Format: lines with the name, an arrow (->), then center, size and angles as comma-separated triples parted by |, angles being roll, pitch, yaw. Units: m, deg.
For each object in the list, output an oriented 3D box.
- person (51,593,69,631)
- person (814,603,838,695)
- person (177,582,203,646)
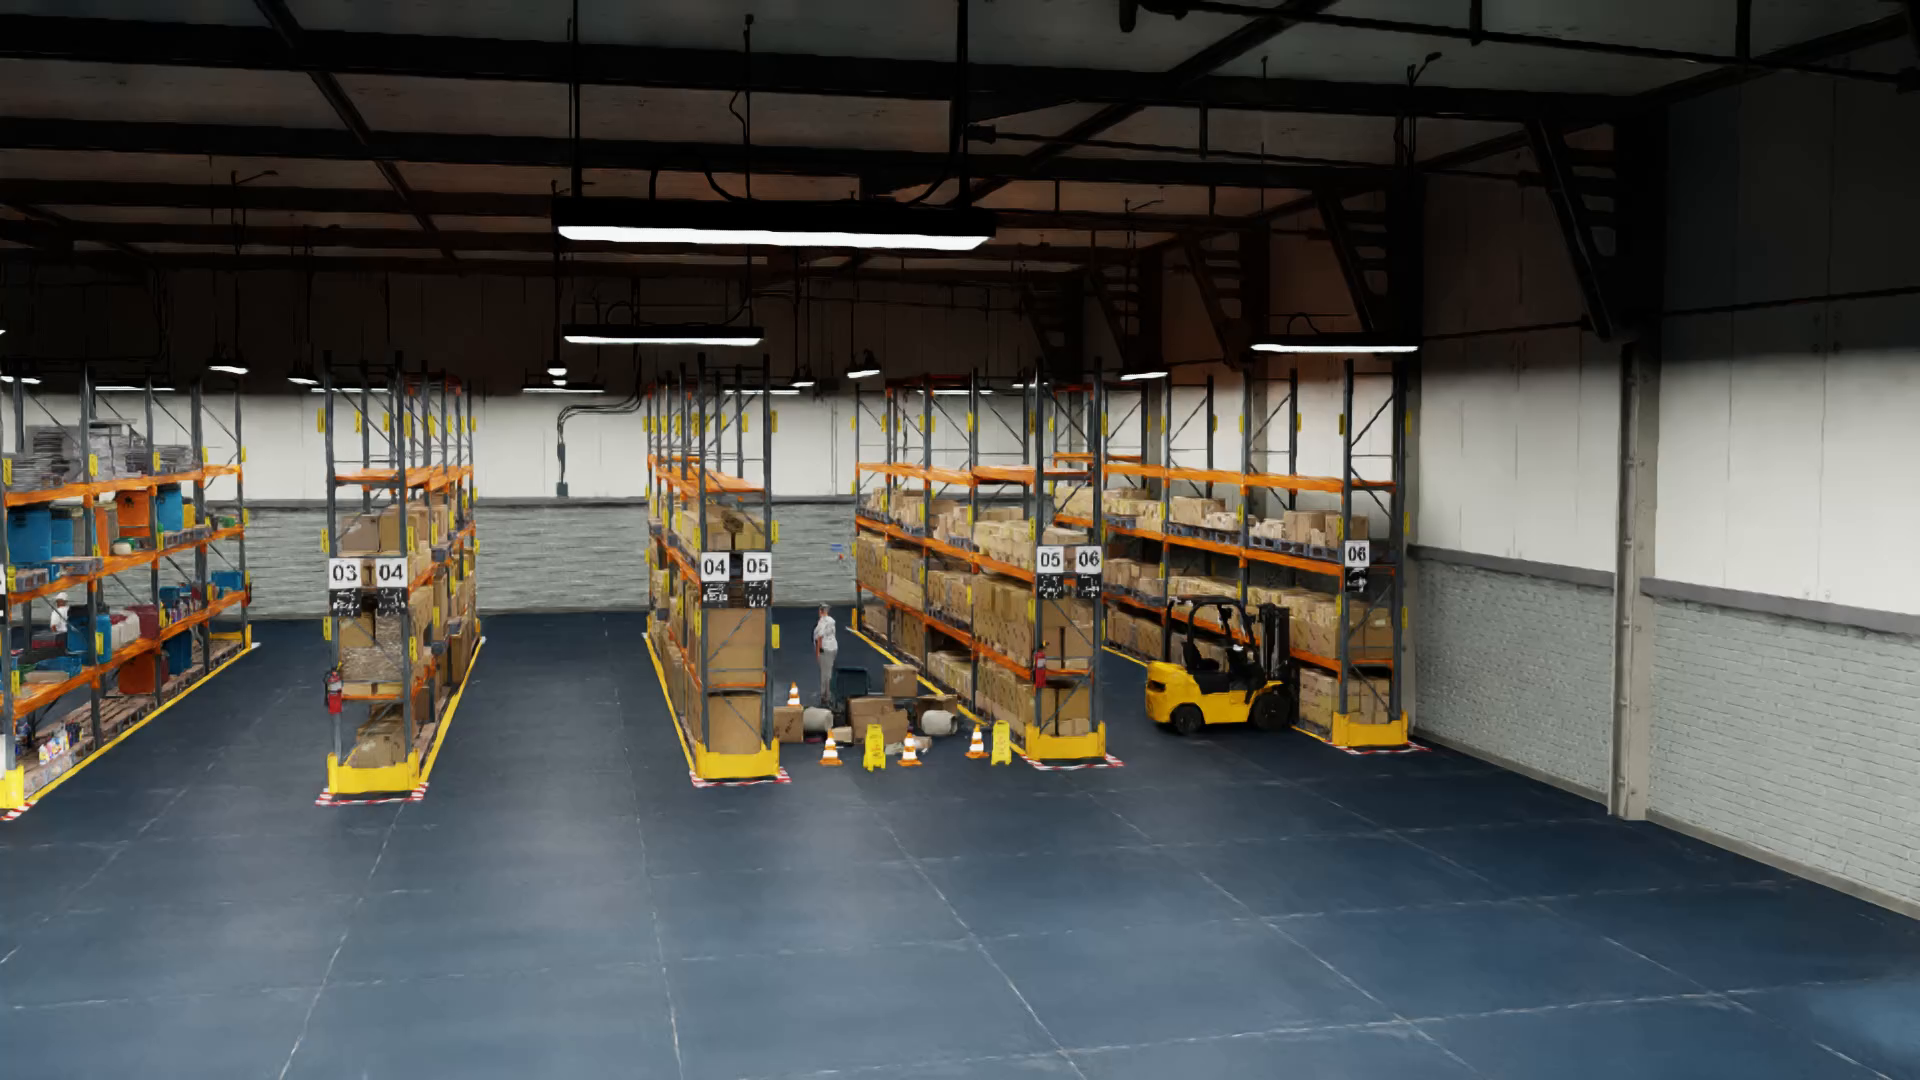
person -> -17.239, 1.887, 31.902 | 0.591, 1.763, 0.604 | 1, 4, 7
person -> -2.412, 1.983, 30.158 | 0.430, 1.682, 0.633 | 1, 4, 17
person -> -16.634, 1.702, 35.761 | 0.496, 1.620, 0.964 | 1, 4, 8
